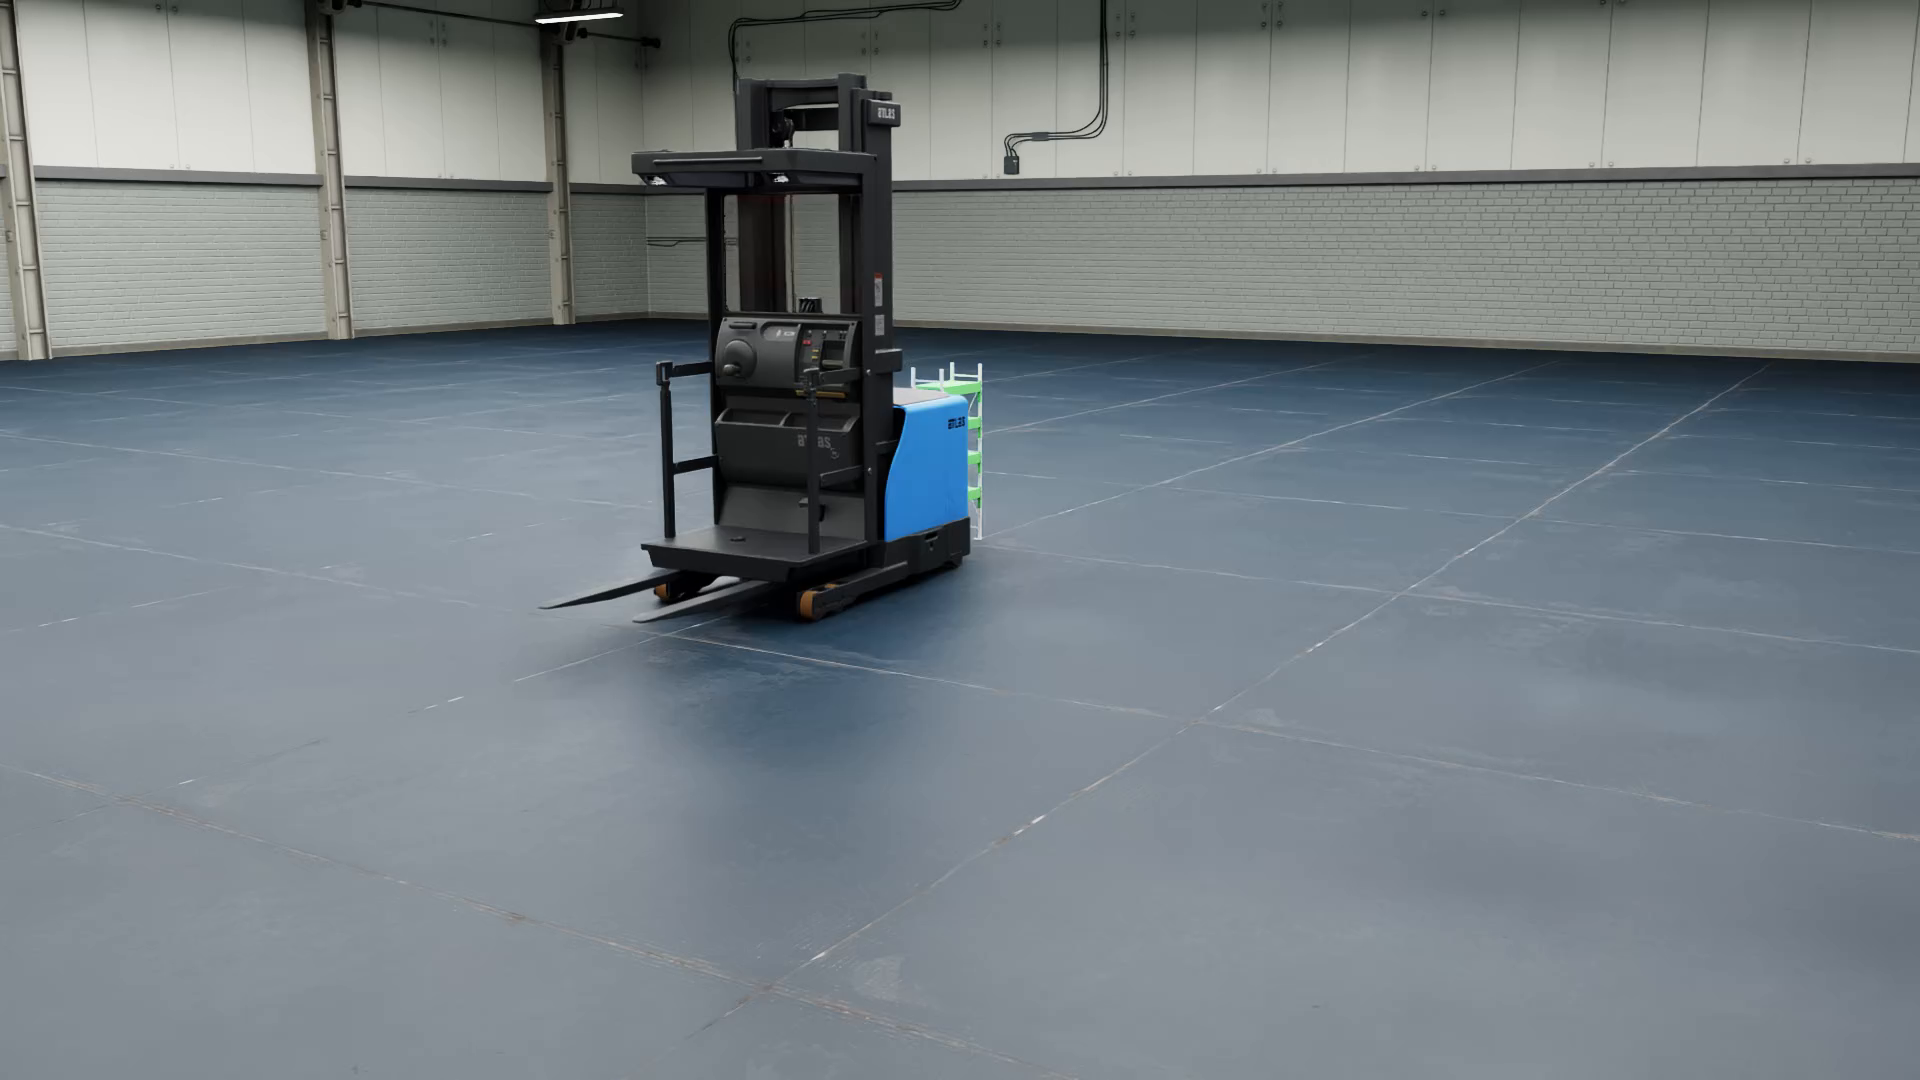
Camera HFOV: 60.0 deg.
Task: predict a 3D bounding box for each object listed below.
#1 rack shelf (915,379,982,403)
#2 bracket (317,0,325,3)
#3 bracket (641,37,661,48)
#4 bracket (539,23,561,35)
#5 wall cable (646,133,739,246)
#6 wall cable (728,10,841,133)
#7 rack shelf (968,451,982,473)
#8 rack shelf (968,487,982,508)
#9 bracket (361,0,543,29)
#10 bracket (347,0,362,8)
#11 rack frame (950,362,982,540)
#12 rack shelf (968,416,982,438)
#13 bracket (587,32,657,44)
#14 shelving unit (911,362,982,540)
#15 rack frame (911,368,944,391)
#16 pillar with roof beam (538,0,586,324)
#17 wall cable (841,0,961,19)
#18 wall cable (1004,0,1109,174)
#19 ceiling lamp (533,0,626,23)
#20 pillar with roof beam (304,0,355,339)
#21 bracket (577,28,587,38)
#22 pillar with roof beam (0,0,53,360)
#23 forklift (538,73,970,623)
[{"bbox_3d":[-0.086,-0.973,11.043,0.258,0.148,0.480,6,12,31],"label":"rack shelf"},{"bbox_3d":[-11.890,-9.990,30.496,0.235,0.232,0.430,6,12,31],"label":"bracket"},{"bbox_3d":[-7.114,-11.437,38.225,0.235,0.232,0.430,6,12,31],"label":"bracket"},{"bbox_3d":[-8.775,-10.934,35.536,0.235,0.232,0.430,6,12,31],"label":"bracket"},{"bbox_3d":[-6.203,-8.075,38.483,3.097,2.526,0.112,6,12,31],"label":"wall cable"},{"bbox_3d":[-3.891,-10.299,36.638,3.097,2.526,0.112,6,12,31],"label":"wall cable"},{"bbox_3d":[-0.086,-0.501,11.131,0.258,0.148,0.480,6,12,31],"label":"rack shelf"},{"bbox_3d":[-0.086,-0.265,11.175,0.258,0.148,0.480,6,12,31],"label":"rack shelf"},{"bbox_3d":[-10.113,-10.529,33.372,0.076,0.066,4.783,6,12,31],"label":"bracket"},{"bbox_3d":[-11.459,-10.121,31.193,0.235,0.232,0.430,6,12,31],"label":"bracket"},{"bbox_3d":[0.041,-0.602,11.324,0.240,1.200,0.015,6,12,31],"label":"rack frame"},{"bbox_3d":[-0.086,-0.737,11.087,0.258,0.148,0.480,6,12,31],"label":"rack shelf"},{"bbox_3d":[-7.420,-11.344,37.728,0.076,0.066,3.189,6,12,31],"label":"bracket"},{"bbox_3d":[-0.086,-0.564,11.119,0.258,1.200,0.503,6,12,31],"label":"shelving unit"},{"bbox_3d":[-0.213,-0.525,10.914,0.240,1.200,0.015,6,12,31],"label":"rack frame"},{"bbox_3d":[-5.184,-8.853,34.201,9.100,9.000,0.548,6,12,31],"label":"pillar with roof beam"},{"bbox_3d":[-1.246,-12.239,34.640,3.097,2.526,0.112,6,12,31],"label":"wall cable"},{"bbox_3d":[1.902,-10.363,33.027,2.305,6.003,0.169,6,12,31],"label":"wall cable"},{"bbox_3d":[-6.810,-11.072,30.190,2.000,3.185,0.800,6,12,31],"label":"ceiling lamp"},{"bbox_3d":[-8.299,-7.909,29.160,9.100,9.000,0.548,6,12,31],"label":"pillar with roof beam"},{"bbox_3d":[-8.344,-11.064,36.234,0.235,0.232,0.430,6,12,31],"label":"bracket"},{"bbox_3d":[-11.414,-6.965,24.120,9.100,9.000,0.400,6,12,31],"label":"pillar with roof beam"},{"bbox_3d":[-1.094,-1.099,9.273,1.130,2.935,3.031,6,12,29],"label":"forklift"}]
